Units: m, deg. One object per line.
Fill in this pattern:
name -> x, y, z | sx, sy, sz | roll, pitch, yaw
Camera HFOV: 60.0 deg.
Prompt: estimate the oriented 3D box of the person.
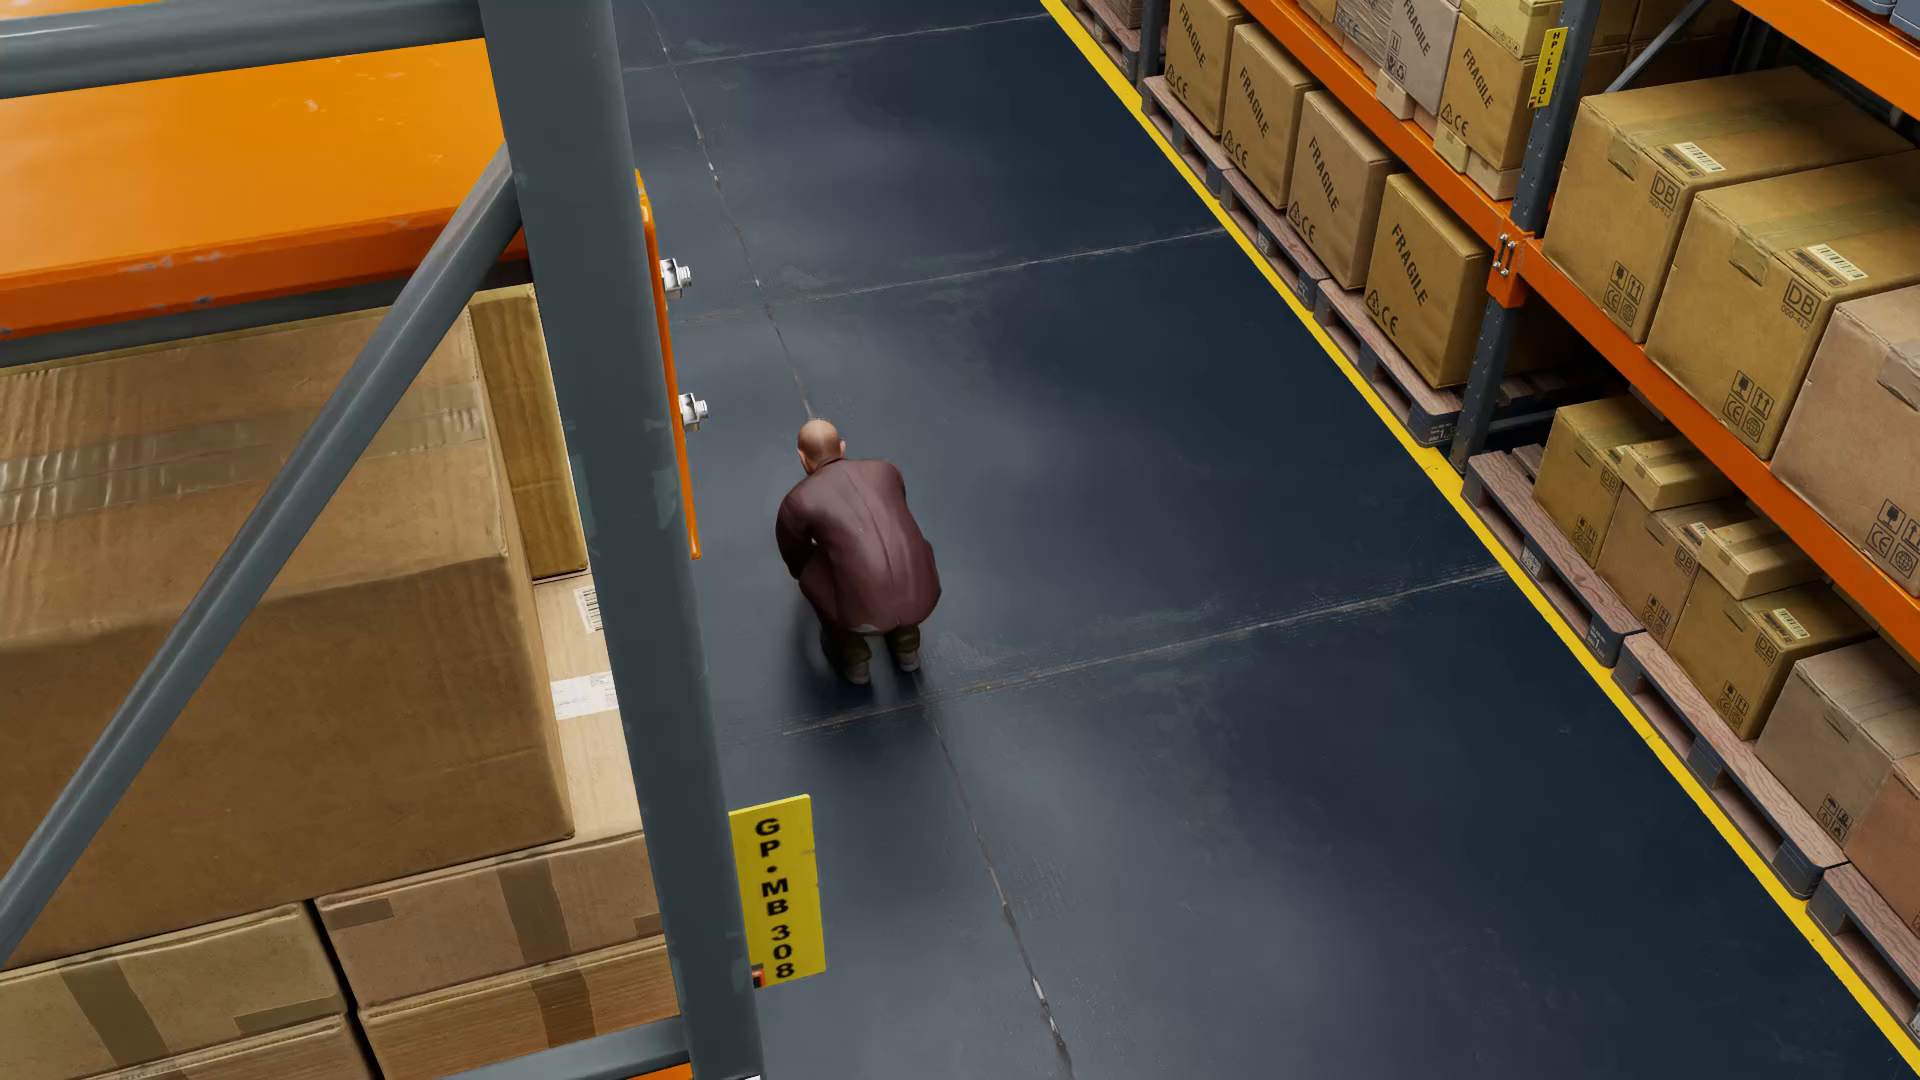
person -> -0.415, 0.078, 6.742 | 0.603, 0.904, 0.907 | -14, 44, -15
